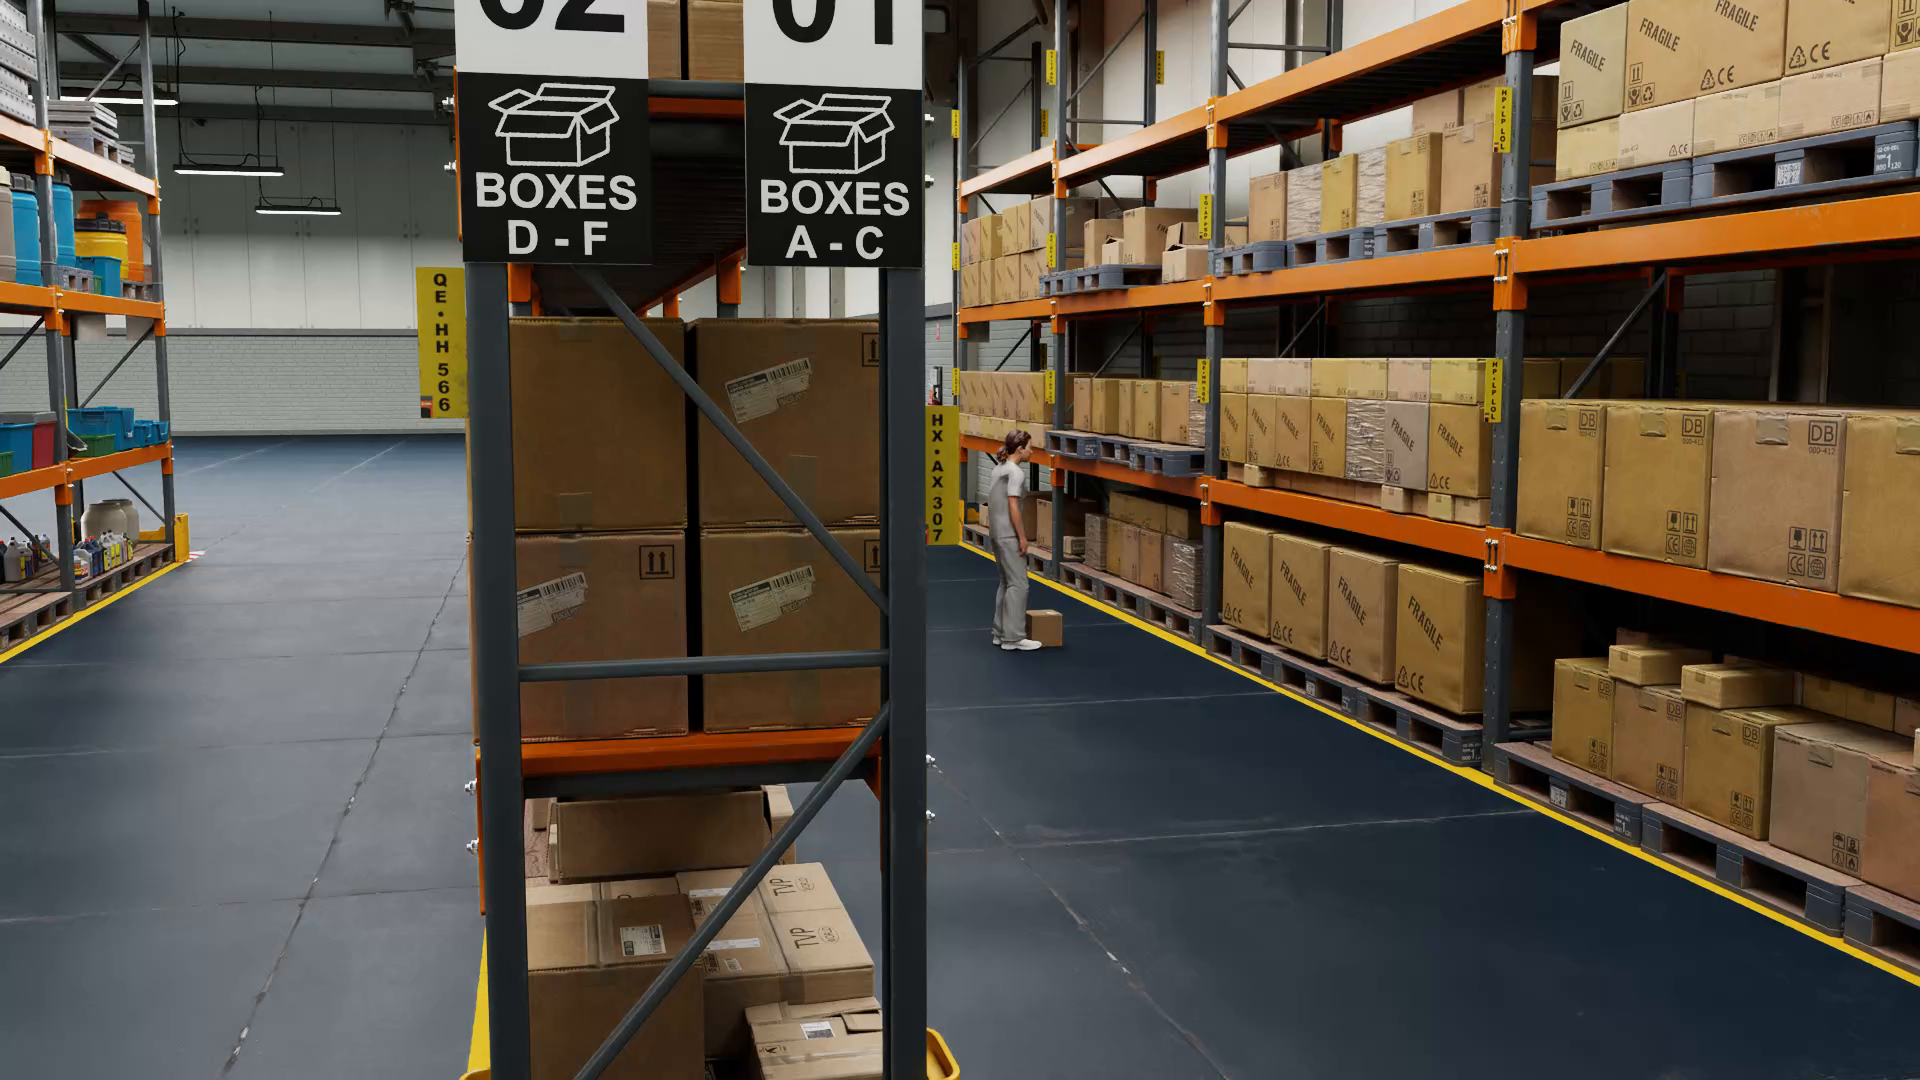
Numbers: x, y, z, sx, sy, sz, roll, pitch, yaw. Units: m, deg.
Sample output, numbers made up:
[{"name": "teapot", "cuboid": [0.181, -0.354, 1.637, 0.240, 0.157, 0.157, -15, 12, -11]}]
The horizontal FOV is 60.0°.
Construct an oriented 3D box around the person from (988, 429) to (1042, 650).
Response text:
[{"name": "person", "cuboid": [0.401, -0.013, 12.762, 0.359, 1.673, 0.485, -1, 6, -13]}]
